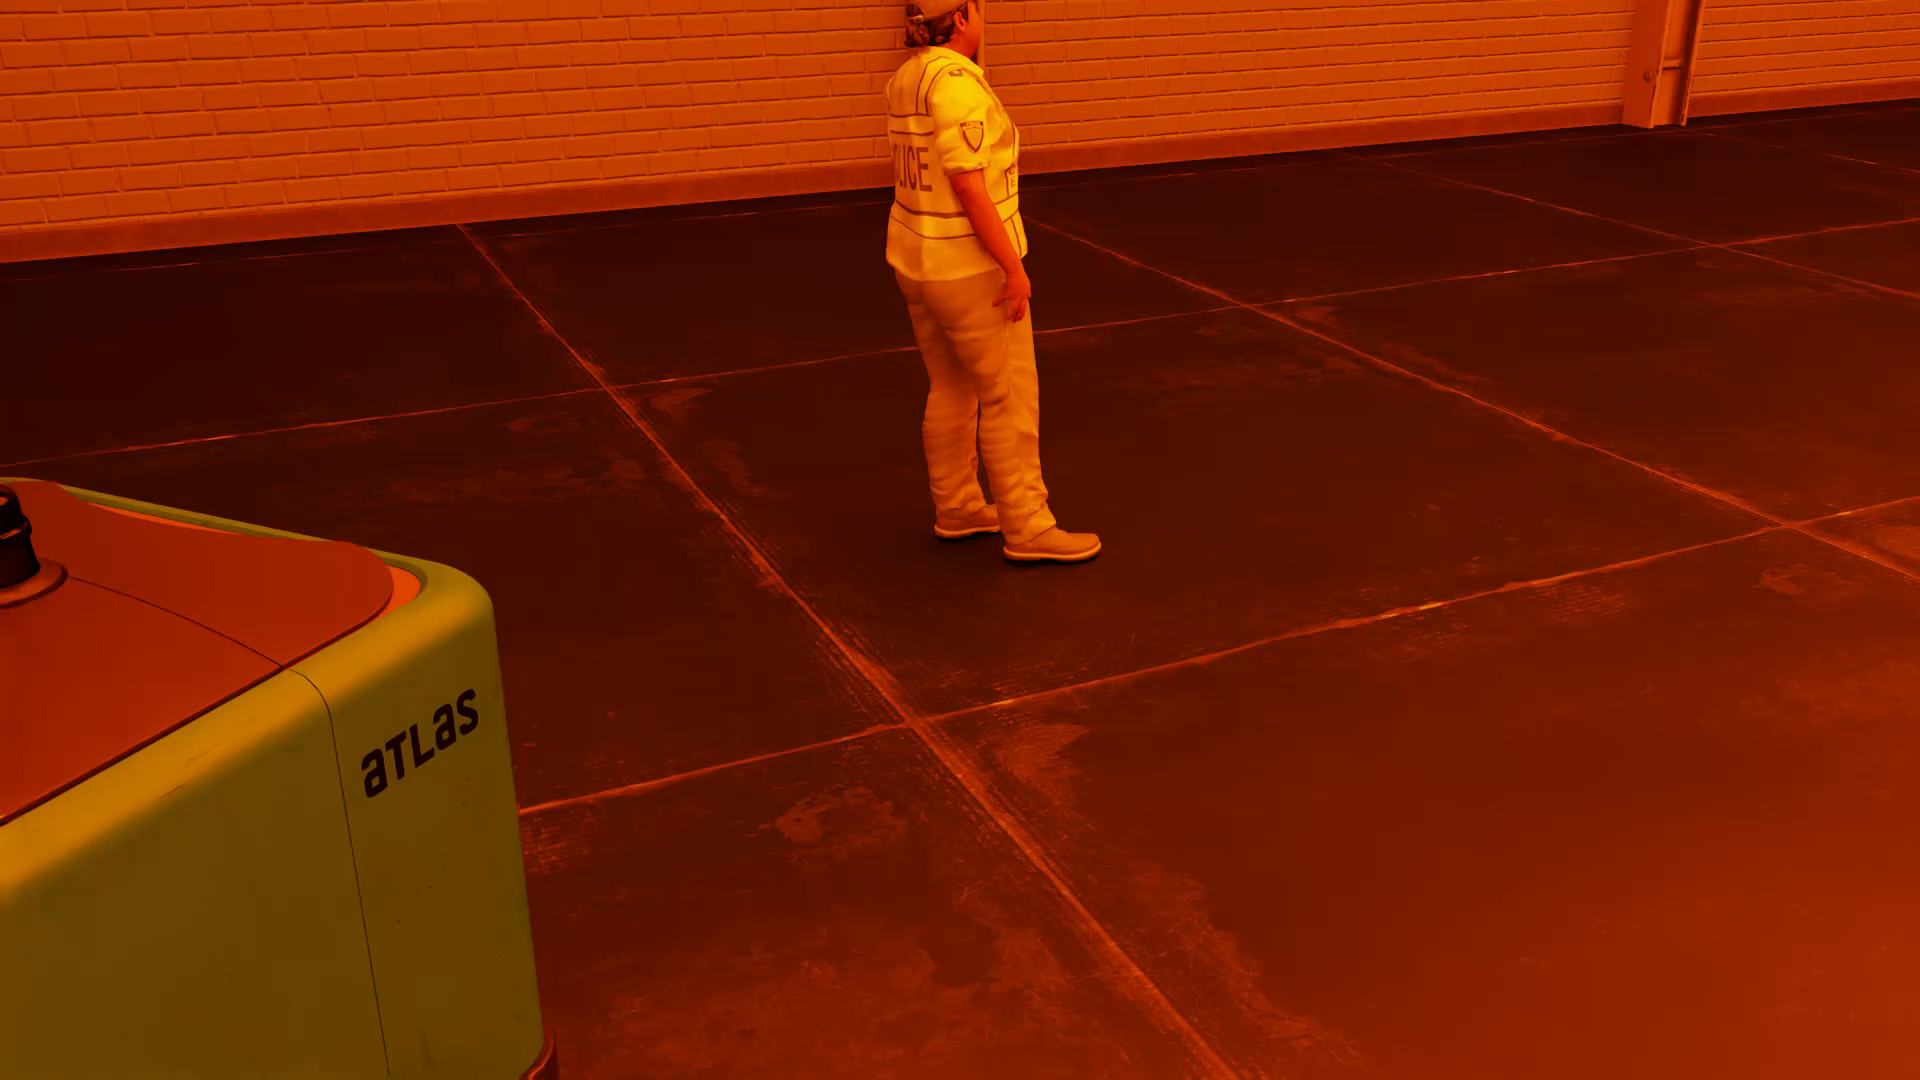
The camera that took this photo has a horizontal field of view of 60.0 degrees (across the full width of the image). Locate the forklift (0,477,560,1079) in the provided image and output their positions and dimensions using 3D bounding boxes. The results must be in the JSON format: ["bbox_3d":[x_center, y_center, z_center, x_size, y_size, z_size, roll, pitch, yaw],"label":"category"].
[{"bbox_3d":[-1.675,0.116,1.006,1.130,2.935,3.031,10,25,22],"label":"forklift"}]

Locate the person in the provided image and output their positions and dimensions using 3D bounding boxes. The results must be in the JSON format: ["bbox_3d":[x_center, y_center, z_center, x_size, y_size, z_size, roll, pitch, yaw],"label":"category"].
[{"bbox_3d":[0.079,-0.782,4.795,0.529,1.670,0.598,-10,25,-23],"label":"person"}]
